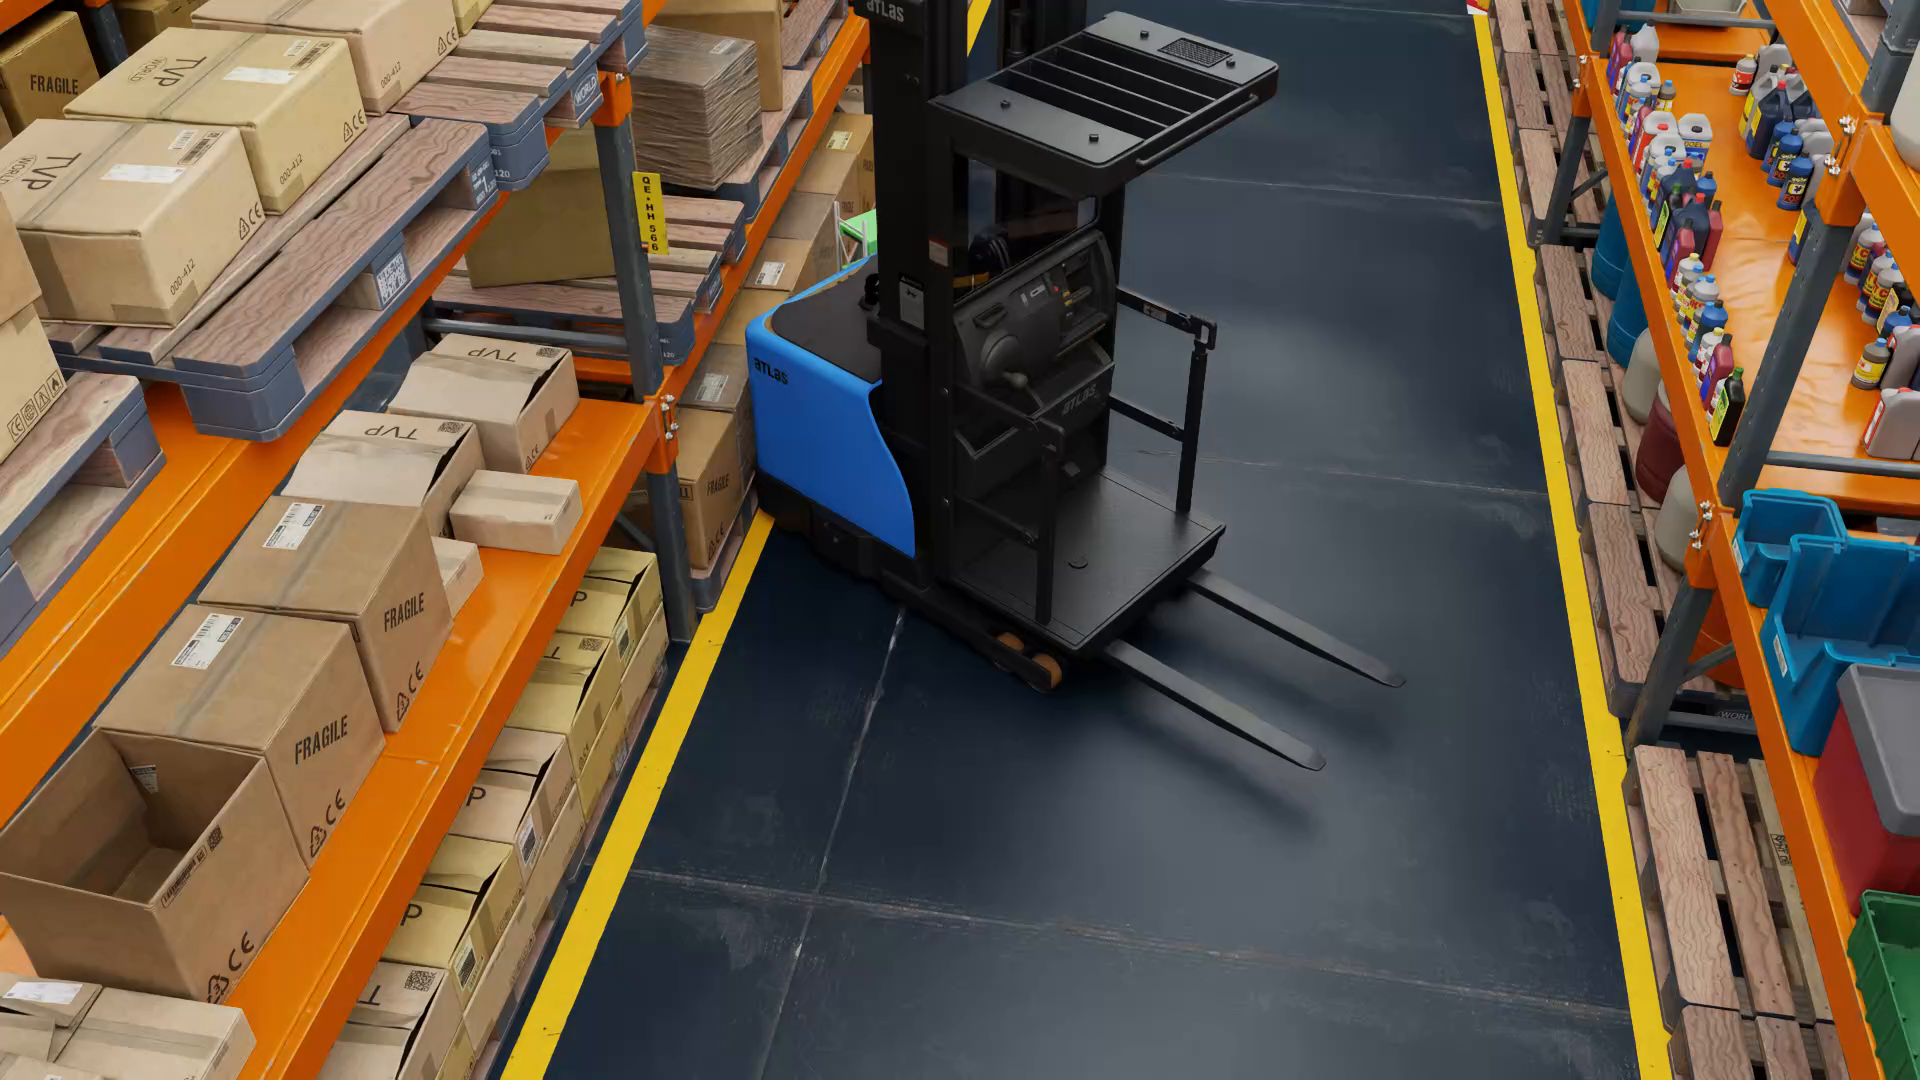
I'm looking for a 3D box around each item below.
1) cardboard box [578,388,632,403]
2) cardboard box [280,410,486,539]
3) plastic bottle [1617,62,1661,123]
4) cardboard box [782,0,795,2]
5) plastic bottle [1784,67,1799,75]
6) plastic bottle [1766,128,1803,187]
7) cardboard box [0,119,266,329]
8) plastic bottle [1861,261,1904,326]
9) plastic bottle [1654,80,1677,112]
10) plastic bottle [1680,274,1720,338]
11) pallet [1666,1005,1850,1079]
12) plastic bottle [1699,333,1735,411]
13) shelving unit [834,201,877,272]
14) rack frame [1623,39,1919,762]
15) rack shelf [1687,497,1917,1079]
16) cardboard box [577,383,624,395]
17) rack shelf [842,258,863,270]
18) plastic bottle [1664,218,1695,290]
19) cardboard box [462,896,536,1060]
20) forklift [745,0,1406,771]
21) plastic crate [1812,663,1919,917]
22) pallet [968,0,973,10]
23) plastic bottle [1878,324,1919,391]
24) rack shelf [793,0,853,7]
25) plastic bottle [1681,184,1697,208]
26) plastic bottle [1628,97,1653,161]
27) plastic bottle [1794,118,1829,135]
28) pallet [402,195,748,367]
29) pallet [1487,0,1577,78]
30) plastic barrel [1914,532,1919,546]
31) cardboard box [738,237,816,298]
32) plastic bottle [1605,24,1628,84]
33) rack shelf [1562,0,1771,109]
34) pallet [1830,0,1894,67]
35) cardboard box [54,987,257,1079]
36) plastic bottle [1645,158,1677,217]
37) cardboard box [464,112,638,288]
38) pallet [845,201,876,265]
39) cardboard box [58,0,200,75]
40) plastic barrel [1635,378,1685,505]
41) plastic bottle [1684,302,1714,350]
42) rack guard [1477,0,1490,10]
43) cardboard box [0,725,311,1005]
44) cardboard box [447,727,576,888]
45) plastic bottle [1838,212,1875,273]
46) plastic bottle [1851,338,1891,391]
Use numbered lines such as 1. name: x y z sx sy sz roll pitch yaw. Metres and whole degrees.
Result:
1. cardboard box: -1.733 -0.609 7.846 0.500 0.500 0.500 8 40 9
2. cardboard box: -2.009 -0.216 5.824 0.500 0.311 0.500 6 40 7
3. plastic bottle: 3.388 -2.226 8.283 0.152 0.276 0.135 6 40 8
4. cardboard box: -1.274 -3.228 8.989 0.700 0.500 0.500 -6 40 -7
5. plastic bottle: 4.162 -2.274 8.335 0.061 0.283 0.133 6 40 8
6. plastic bottle: 3.857 -1.791 7.760 0.097 0.271 0.097 0 40 0
7. cardboard box: -1.965 -0.733 3.814 0.500 0.250 0.500 3 40 4
8. plastic bottle: 3.798 -1.017 6.823 0.097 0.271 0.097 0 40 0
9. plastic bottle: 3.514 -2.195 8.304 0.097 0.201 0.097 0 40 0
10. plastic bottle: 3.009 -0.953 6.746 0.097 0.271 0.097 0 40 0
11. pallet: 2.829 2.078 5.167 1.003 0.211 1.213 6 40 8
12. plastic bottle: 2.904 -0.642 6.361 0.061 0.283 0.133 6 40 8
13. shelving unit: -0.330 -1.188 8.342 0.503 1.200 0.258 -28 47 -29
14. rack frame: 3.214 -0.242 5.785 1.000 3.000 0.127 6 40 8
15. rack shelf: 2.868 1.291 4.496 1.077 0.370 4.000 6 40 8
16. cardboard box: -1.727 -0.934 7.650 0.500 0.250 0.500 8 40 9
17. rack shelf: -0.330 -1.323 8.229 0.480 0.148 0.258 -28 47 -29
18. plastic bottle: 3.062 -1.215 7.054 0.061 0.283 0.133 6 40 8
19. cardboard box: -1.776 1.427 5.595 0.500 0.250 0.500 7 40 9
20. forklift: 0.471 -0.864 6.592 3.031 2.935 1.130 29 48 31
21. plastic crate: 2.633 0.714 4.579 0.402 0.464 0.583 6 40 8
22. pallet: -0.430 -4.188 12.747 1.003 0.211 1.213 6 40 8
23. plastic bottle: 3.688 -0.720 6.461 0.152 0.276 0.135 6 40 8
24. rack shelf: -0.625 -4.278 11.232 1.077 0.370 4.000 6 40 8
25. plastic bottle: 3.177 -1.408 7.287 0.061 0.283 0.133 6 40 8
26. plastic bottle: 3.269 -1.967 7.963 0.061 0.283 0.133 6 40 8
27. plastic bottle: 4.006 -1.875 7.858 0.152 0.276 0.135 6 40 8
28. pallet: -1.616 -1.149 7.033 1.213 0.211 1.003 6 40 8
29. pallet: 4.418 -3.674 12.125 1.003 0.211 1.213 6 40 8
30. plastic barrel: 3.432 0.031 5.349 0.600 0.536 0.708 6 40 8
31. cardboard box: -1.041 -1.222 8.587 0.500 0.500 0.500 5 40 6
32. plastic bottle: 3.423 -2.524 8.637 0.061 0.283 0.133 6 40 8
33. rack shelf: 4.253 -3.730 10.569 1.077 0.370 4.000 6 40 8
34. pallet: 3.443 -1.794 5.457 1.003 0.211 1.213 6 40 8
35. cardboard box: -2.001 1.283 4.138 0.380 0.149 0.250 6 40 8
36. plastic bottle: 3.187 -1.596 7.525 0.097 0.271 0.097 0 40 0
37. cardboard box: -1.666 -1.398 6.776 0.700 0.500 0.500 -6 40 -7
38. pallet: -1.075 -1.711 9.751 1.003 0.211 1.213 6 40 8
39. cardboard box: -5.621 -3.501 11.359 0.700 0.500 0.500 7 40 8
40. plastic barrel: 3.478 -0.492 7.650 0.600 0.588 0.708 6 40 8
41. plastic bottle: 2.992 -0.864 6.694 0.097 0.201 0.097 0 40 0
42. rack guard: 4.590 -4.315 12.674 1.175 0.500 0.348 6 40 8
43. cardboard box: -2.116 0.871 4.361 0.500 0.500 0.500 9 40 11
44. cardboard box: -1.685 0.891 5.804 0.500 0.311 0.500 6 40 7
45. plastic bottle: 3.847 -1.300 7.163 0.152 0.276 0.135 6 40 8
46. plastic bottle: 3.561 -0.693 6.487 0.097 0.201 0.097 0 40 0
